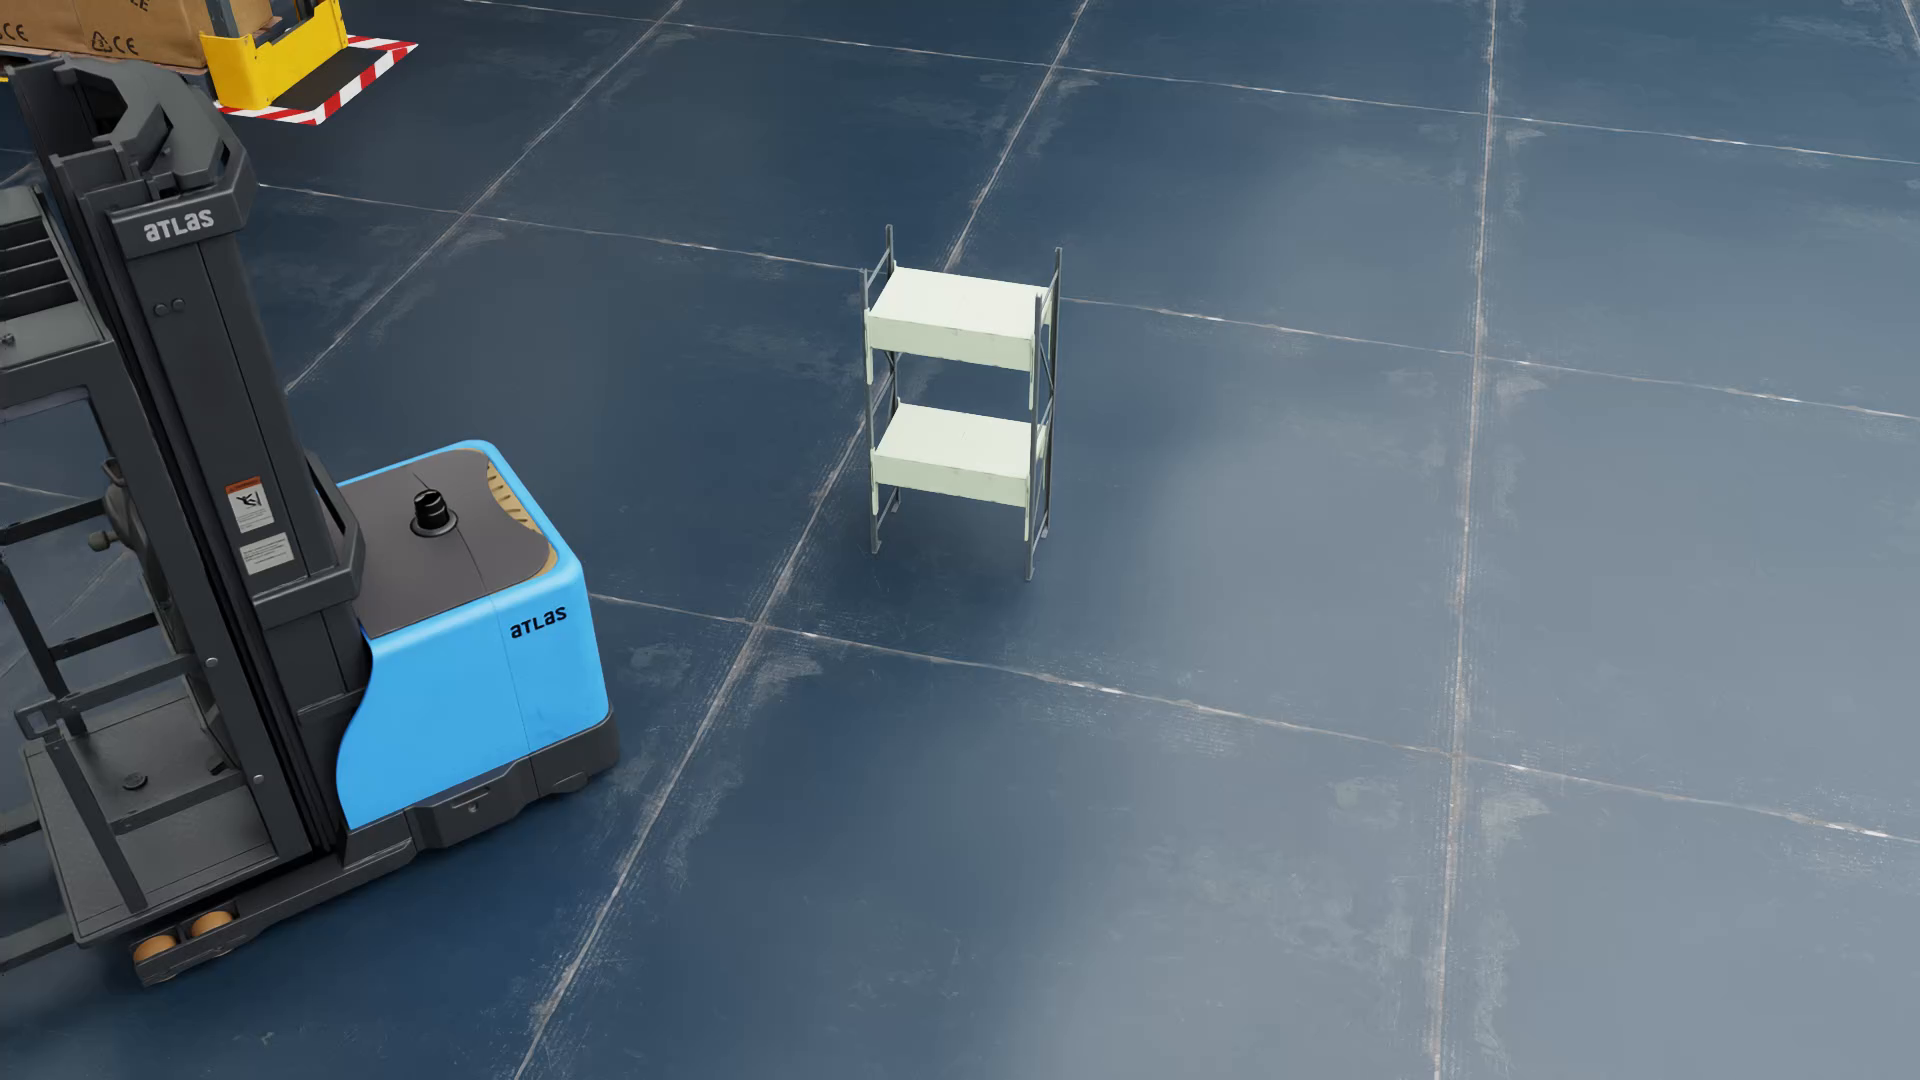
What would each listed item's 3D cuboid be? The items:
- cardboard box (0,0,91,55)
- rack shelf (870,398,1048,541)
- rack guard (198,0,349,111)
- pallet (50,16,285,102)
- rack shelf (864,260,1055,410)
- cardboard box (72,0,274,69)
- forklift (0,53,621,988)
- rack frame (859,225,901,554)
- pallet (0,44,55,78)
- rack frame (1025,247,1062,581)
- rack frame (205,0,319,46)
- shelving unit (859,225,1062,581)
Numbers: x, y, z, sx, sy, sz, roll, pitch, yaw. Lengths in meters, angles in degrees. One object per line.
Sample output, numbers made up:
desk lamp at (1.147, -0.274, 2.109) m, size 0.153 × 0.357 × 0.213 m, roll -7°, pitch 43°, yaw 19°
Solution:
cardboard box at (-6.278, -3.999, 11.529) m, size 0.875 × 0.875 × 0.875 m, roll 9°, pitch 41°, yaw 11°
rack shelf at (0.006, -0.324, 7.501) m, size 0.720 × 0.370 × 0.431 m, roll 10°, pitch 41°, yaw 11°
rack guard at (-4.732, -3.474, 11.522) m, size 0.348 × 0.500 × 1.175 m, roll 10°, pitch 41°, yaw 11°
pallet at (-5.548, -3.451, 11.720) m, size 1.213 × 0.211 × 1.003 m, roll 10°, pitch 41°, yaw 11°
rack shelf at (0.006, -0.872, 7.040) m, size 0.720 × 0.370 × 0.431 m, roll 10°, pitch 41°, yaw 11°
cardboard box at (-5.427, -3.854, 11.357) m, size 0.875 × 0.875 × 0.875 m, roll 10°, pitch 41°, yaw 12°
forklift at (-2.871, 0.055, 5.430) m, size 3.031 × 2.935 × 1.130 m, roll -23°, pitch 45°, yaw -25°
rack frame at (-0.347, -0.634, 7.363) m, size 0.023 × 1.500 × 0.400 m, roll 10°, pitch 41°, yaw 11°
pallet at (-6.723, -3.656, 11.963) m, size 1.213 × 0.211 × 1.003 m, roll 10°, pitch 41°, yaw 11°
rack frame at (0.360, -0.512, 7.218) m, size 0.023 × 1.500 × 0.400 m, roll 10°, pitch 41°, yaw 11°
rack frame at (-4.755, -4.435, 10.723) m, size 0.127 × 3.000 × 1.000 m, roll 10°, pitch 41°, yaw 11°
shelving unit at (0.006, -0.573, 7.291) m, size 0.755 × 1.500 × 0.431 m, roll 10°, pitch 41°, yaw 11°
